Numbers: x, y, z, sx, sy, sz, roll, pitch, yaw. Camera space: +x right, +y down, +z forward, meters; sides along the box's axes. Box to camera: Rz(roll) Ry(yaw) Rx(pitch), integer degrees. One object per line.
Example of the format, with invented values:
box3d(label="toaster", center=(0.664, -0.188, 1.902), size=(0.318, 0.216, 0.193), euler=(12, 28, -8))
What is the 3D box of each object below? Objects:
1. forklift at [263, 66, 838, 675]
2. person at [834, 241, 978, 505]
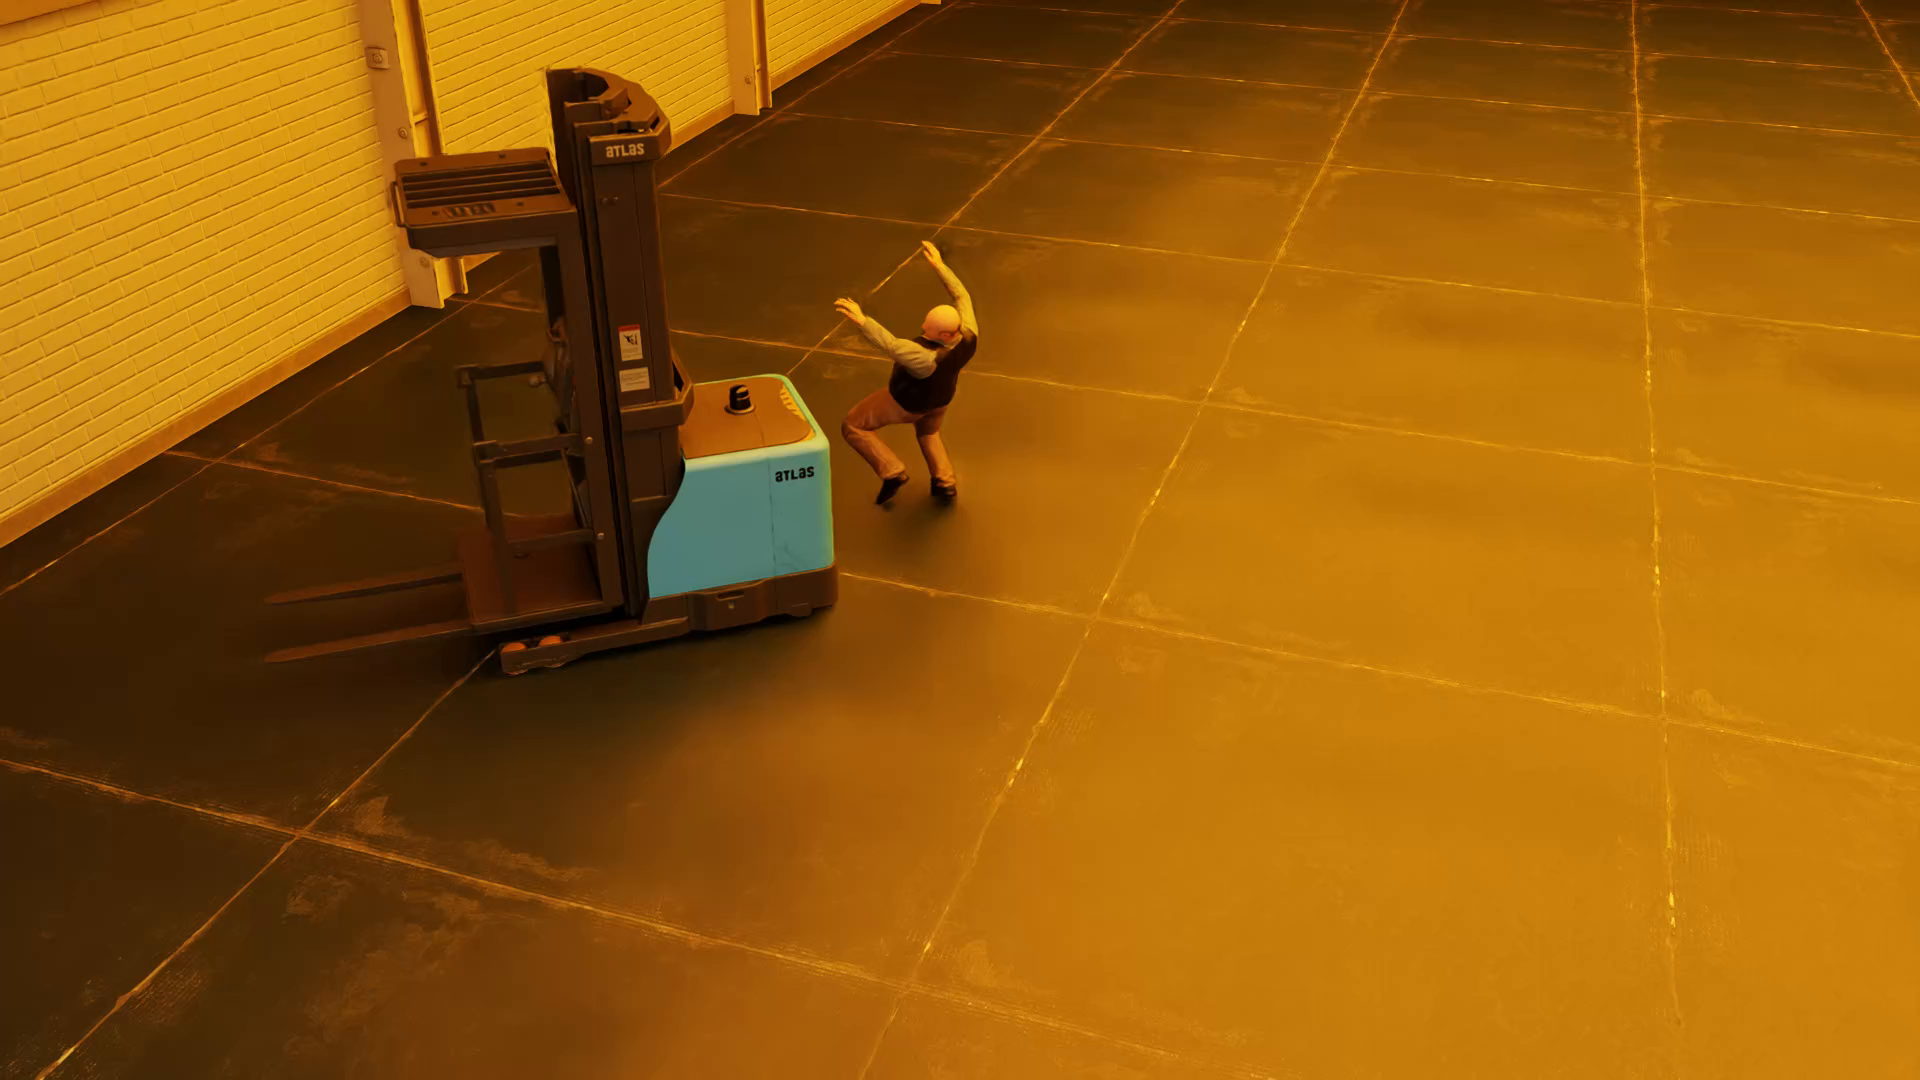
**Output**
box3d(label="forklift", center=(-2.260, -0.853, 8.632), size=(3.031, 2.935, 1.130), euler=(-10, 31, -17))
box3d(label="person", center=(-0.354, -0.914, 10.091), size=(1.015, 1.630, 0.787), euler=(-22, 36, -33))
